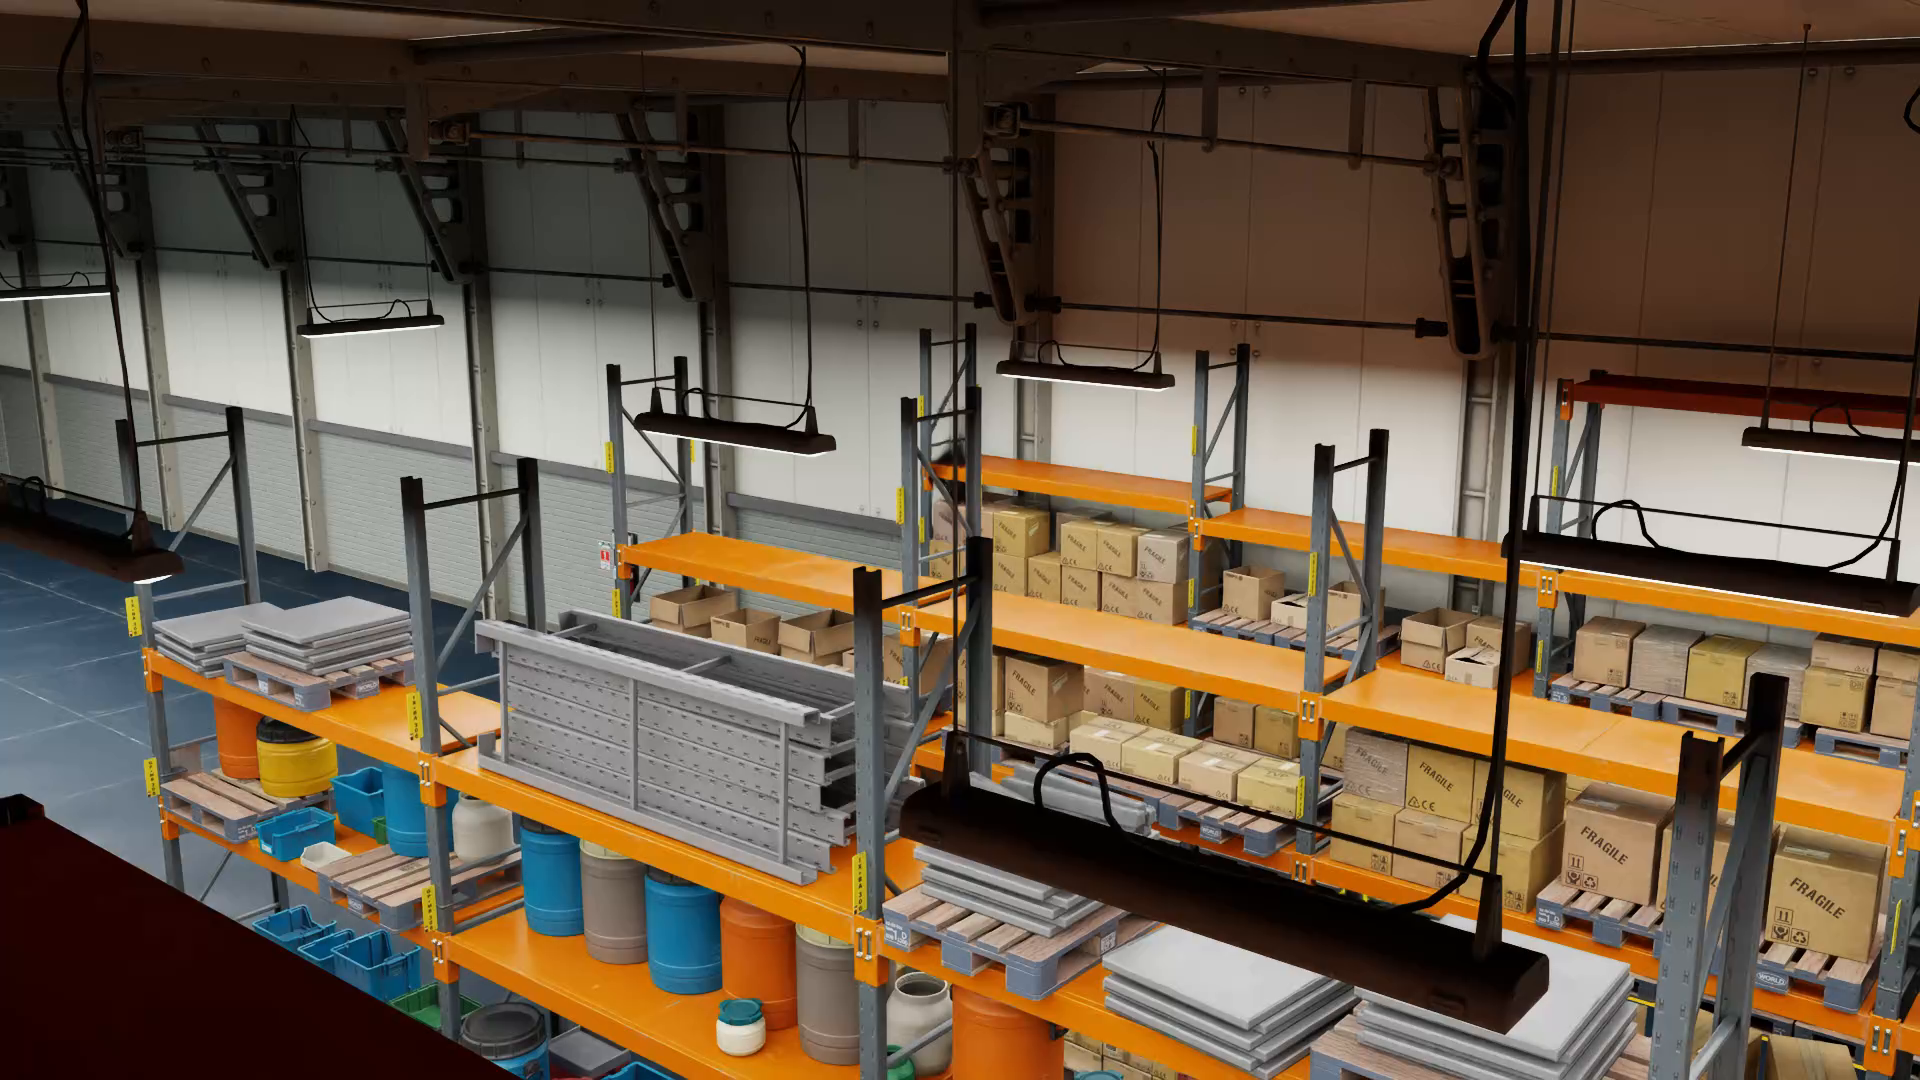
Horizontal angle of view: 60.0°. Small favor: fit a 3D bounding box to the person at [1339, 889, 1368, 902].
[{"bbox_3d":[3.651,3.946,14.881,0.666,1.691,0.961,-9,15,-34],"label":"person"}]
